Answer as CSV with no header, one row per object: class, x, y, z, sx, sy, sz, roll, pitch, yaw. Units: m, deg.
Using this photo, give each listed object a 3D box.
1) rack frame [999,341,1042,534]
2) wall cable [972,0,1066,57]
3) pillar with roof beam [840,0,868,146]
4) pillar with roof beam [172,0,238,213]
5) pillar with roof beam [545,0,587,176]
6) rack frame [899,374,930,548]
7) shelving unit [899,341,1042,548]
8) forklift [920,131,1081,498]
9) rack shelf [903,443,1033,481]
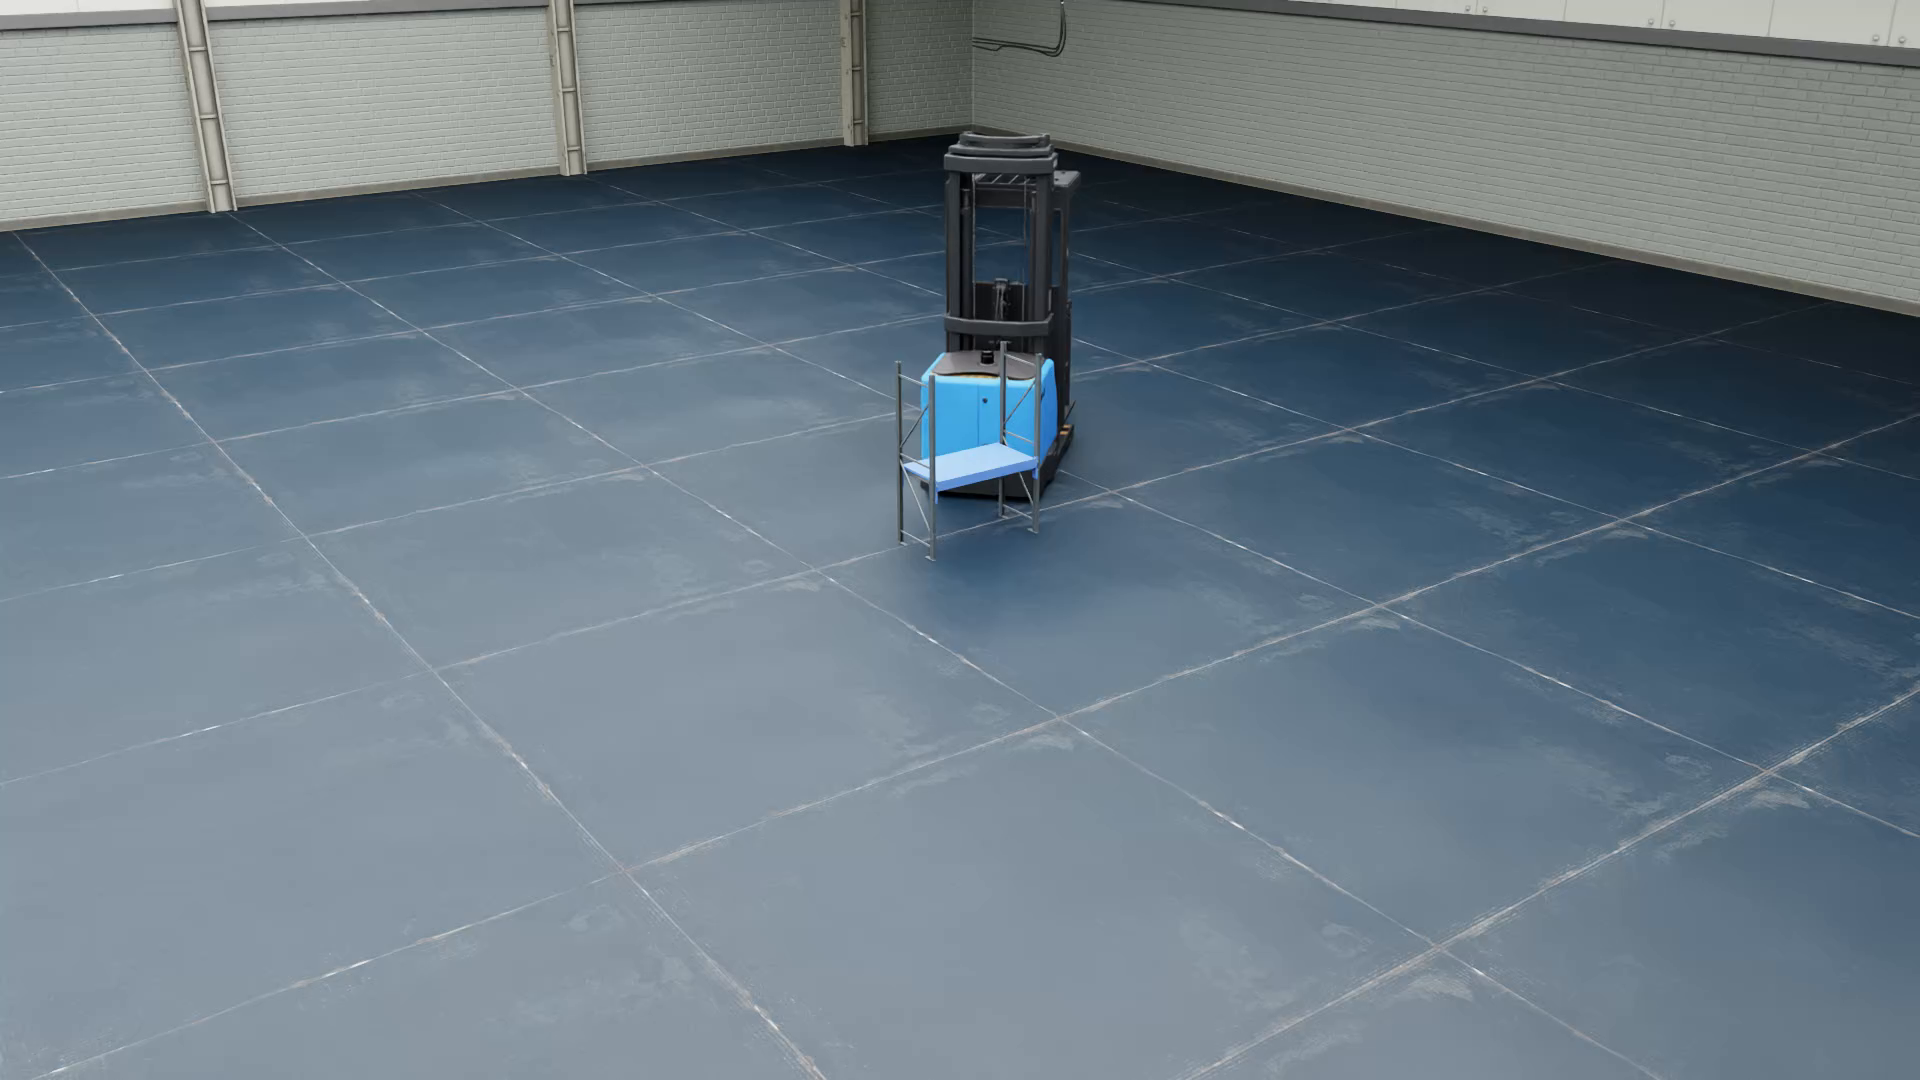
rack frame,0.482,-0.825,13.440,0.032,1.500,0.500,-15,26,-33
wall cable,1.088,-10.858,32.654,0.112,2.526,3.097,-15,26,-33
pillar with roof beam,0.438,-10.765,28.232,0.400,9.000,9.100,-15,26,-33
pillar with roof beam,-9.303,-8.168,21.723,0.400,9.000,9.100,-15,26,-33
pillar with roof beam,-4.432,-9.466,24.977,0.400,9.000,9.100,-15,26,-33
rack frame,-0.344,-0.606,12.890,0.013,1.308,0.475,-15,26,-33
shelving unit,0.073,-0.716,13.167,1.039,1.500,0.500,-15,26,-33
forklift,0.465,-2.236,15.045,1.130,2.935,3.031,5,22,11
rack shelf,0.069,-0.610,13.207,0.952,0.026,0.459,-15,26,-33
